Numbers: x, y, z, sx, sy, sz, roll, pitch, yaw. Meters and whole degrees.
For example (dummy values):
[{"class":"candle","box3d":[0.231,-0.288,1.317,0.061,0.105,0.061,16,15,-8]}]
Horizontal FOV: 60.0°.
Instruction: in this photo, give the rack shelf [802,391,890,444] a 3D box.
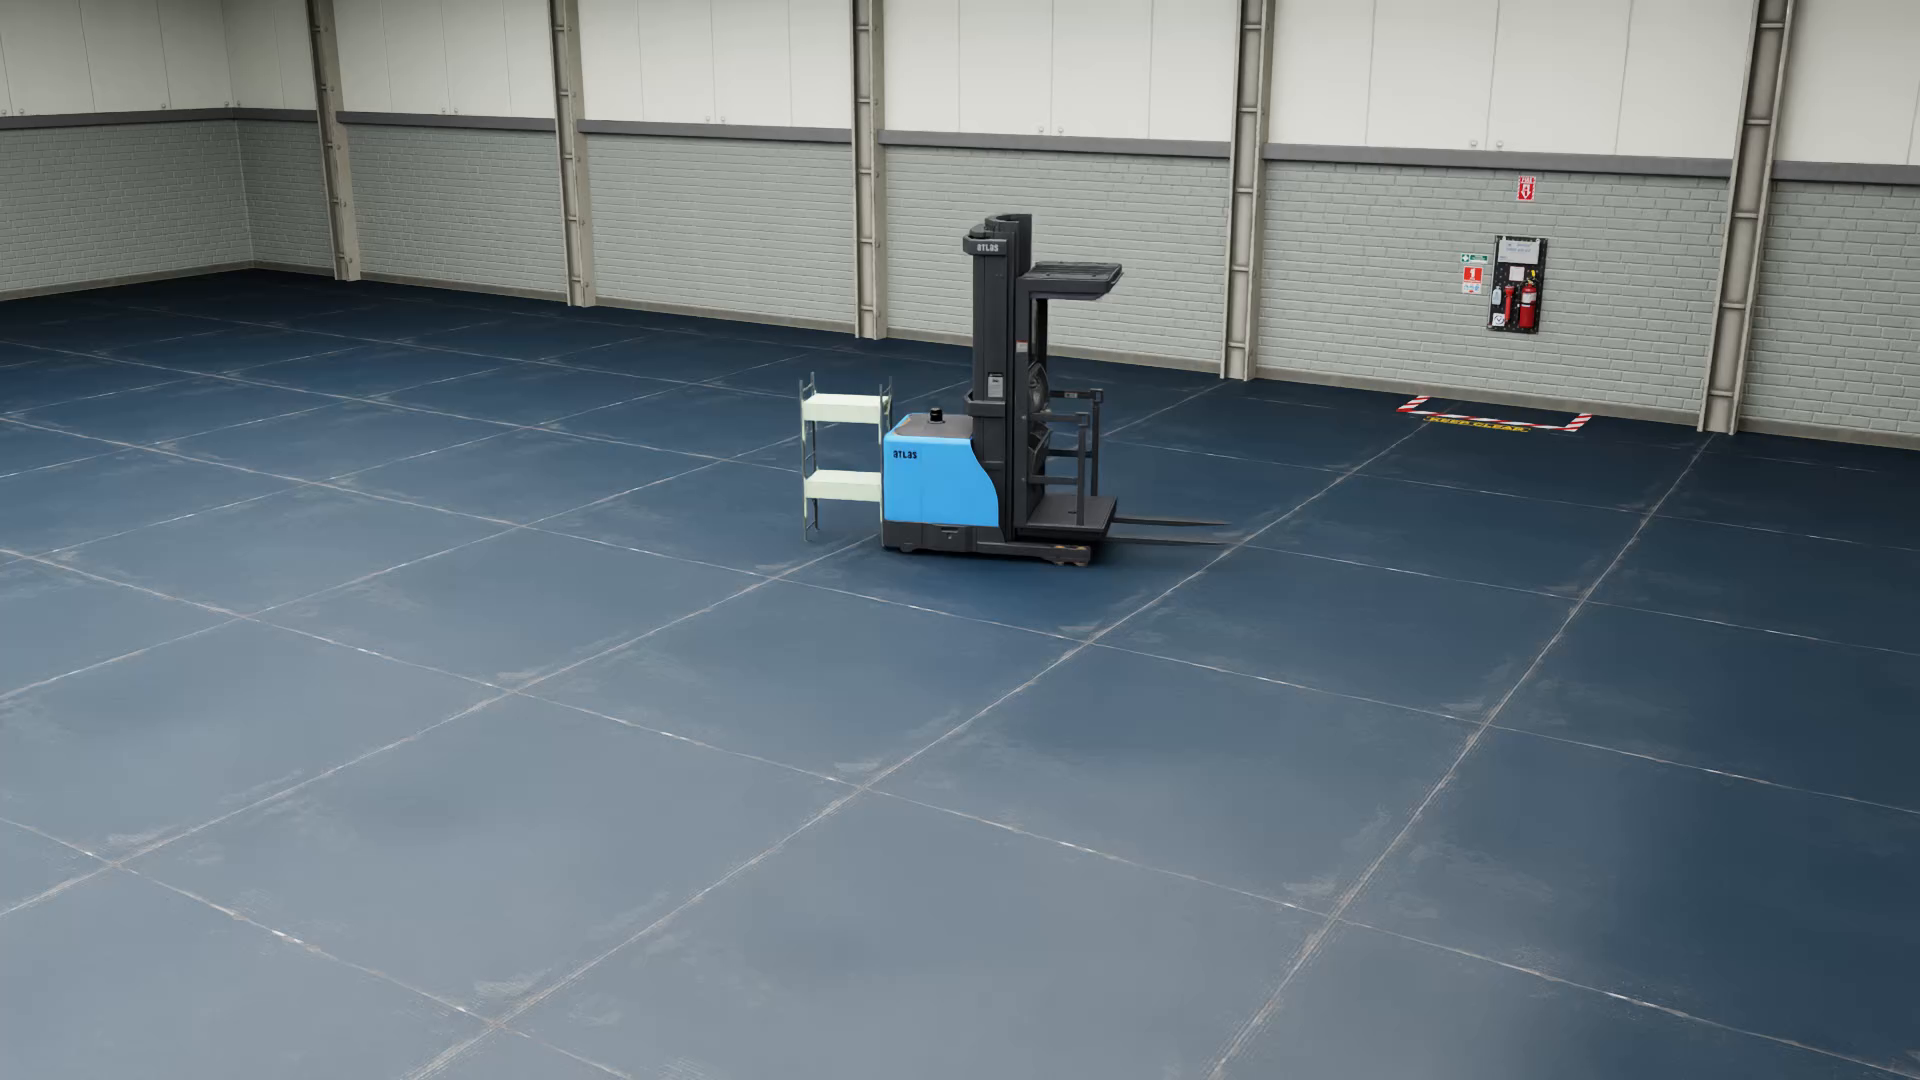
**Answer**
[{"class":"rack shelf","box3d":[-1.016,-1.107,14.970,0.720,0.370,0.431,3,17,11]}]

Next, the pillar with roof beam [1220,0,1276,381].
[{"class":"pillar with roof beam","box3d":[1.504,-5.435,17.661,0.400,9.000,9.100,10,20,30]}]

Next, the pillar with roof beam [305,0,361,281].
[{"class":"pillar with roof beam","box3d":[-13.835,-8.173,26.674,0.400,9.000,9.100,10,20,30]}]

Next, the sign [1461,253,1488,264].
[{"class":"sign","box3d":[6.366,-3.481,20.576,0.331,0.109,0.001,10,20,30]}]

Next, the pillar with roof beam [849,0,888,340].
[{"class":"pillar with roof beam","box3d":[-3.609,-6.348,20.665,0.400,9.000,9.100,10,20,30]}]

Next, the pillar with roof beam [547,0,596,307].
[{"class":"pillar with roof beam","box3d":[-8.722,-7.261,23.670,0.400,9.000,9.100,10,20,30]}]

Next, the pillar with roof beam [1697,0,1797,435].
[{"class":"pillar with roof beam","box3d":[6.616,-4.523,14.656,0.400,9.000,9.100,10,20,30]}]

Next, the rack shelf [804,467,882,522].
[{"class":"rack shelf","box3d":[-1.016,-0.421,15.179,0.720,0.370,0.431,3,17,11]}]

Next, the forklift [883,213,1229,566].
[{"class":"forklift","box3d":[0.882,-1.342,14.626,3.031,2.935,1.130,3,17,11]}]

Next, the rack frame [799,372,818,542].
[{"class":"rack frame","box3d":[-1.375,-0.754,15.153,0.023,1.500,0.400,3,17,11]}]

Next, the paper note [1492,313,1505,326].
[{"class":"paper note","box3d":[6.669,-2.726,20.580,0.142,0.148,0.016,10,20,30]}]

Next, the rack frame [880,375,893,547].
[{"class":"rack frame","box3d":[-0.657,-0.712,15.015,0.023,1.500,0.400,3,17,11]}]

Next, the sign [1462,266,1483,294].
[{"class":"sign","box3d":[6.366,-3.230,20.662,0.234,0.329,0.001,10,20,30]}]

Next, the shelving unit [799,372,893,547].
[{"class":"shelving unit","box3d":[-1.016,-0.733,15.084,0.755,1.500,0.431,3,17,11]}]

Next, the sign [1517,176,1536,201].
[{"class":"sign","box3d":[6.829,-4.239,20.055,0.199,0.298,0.001,10,20,30]}]

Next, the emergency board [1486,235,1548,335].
[{"class":"emergency board","box3d":[6.784,-3.104,20.307,0.643,1.169,0.194,10,20,30]}]
